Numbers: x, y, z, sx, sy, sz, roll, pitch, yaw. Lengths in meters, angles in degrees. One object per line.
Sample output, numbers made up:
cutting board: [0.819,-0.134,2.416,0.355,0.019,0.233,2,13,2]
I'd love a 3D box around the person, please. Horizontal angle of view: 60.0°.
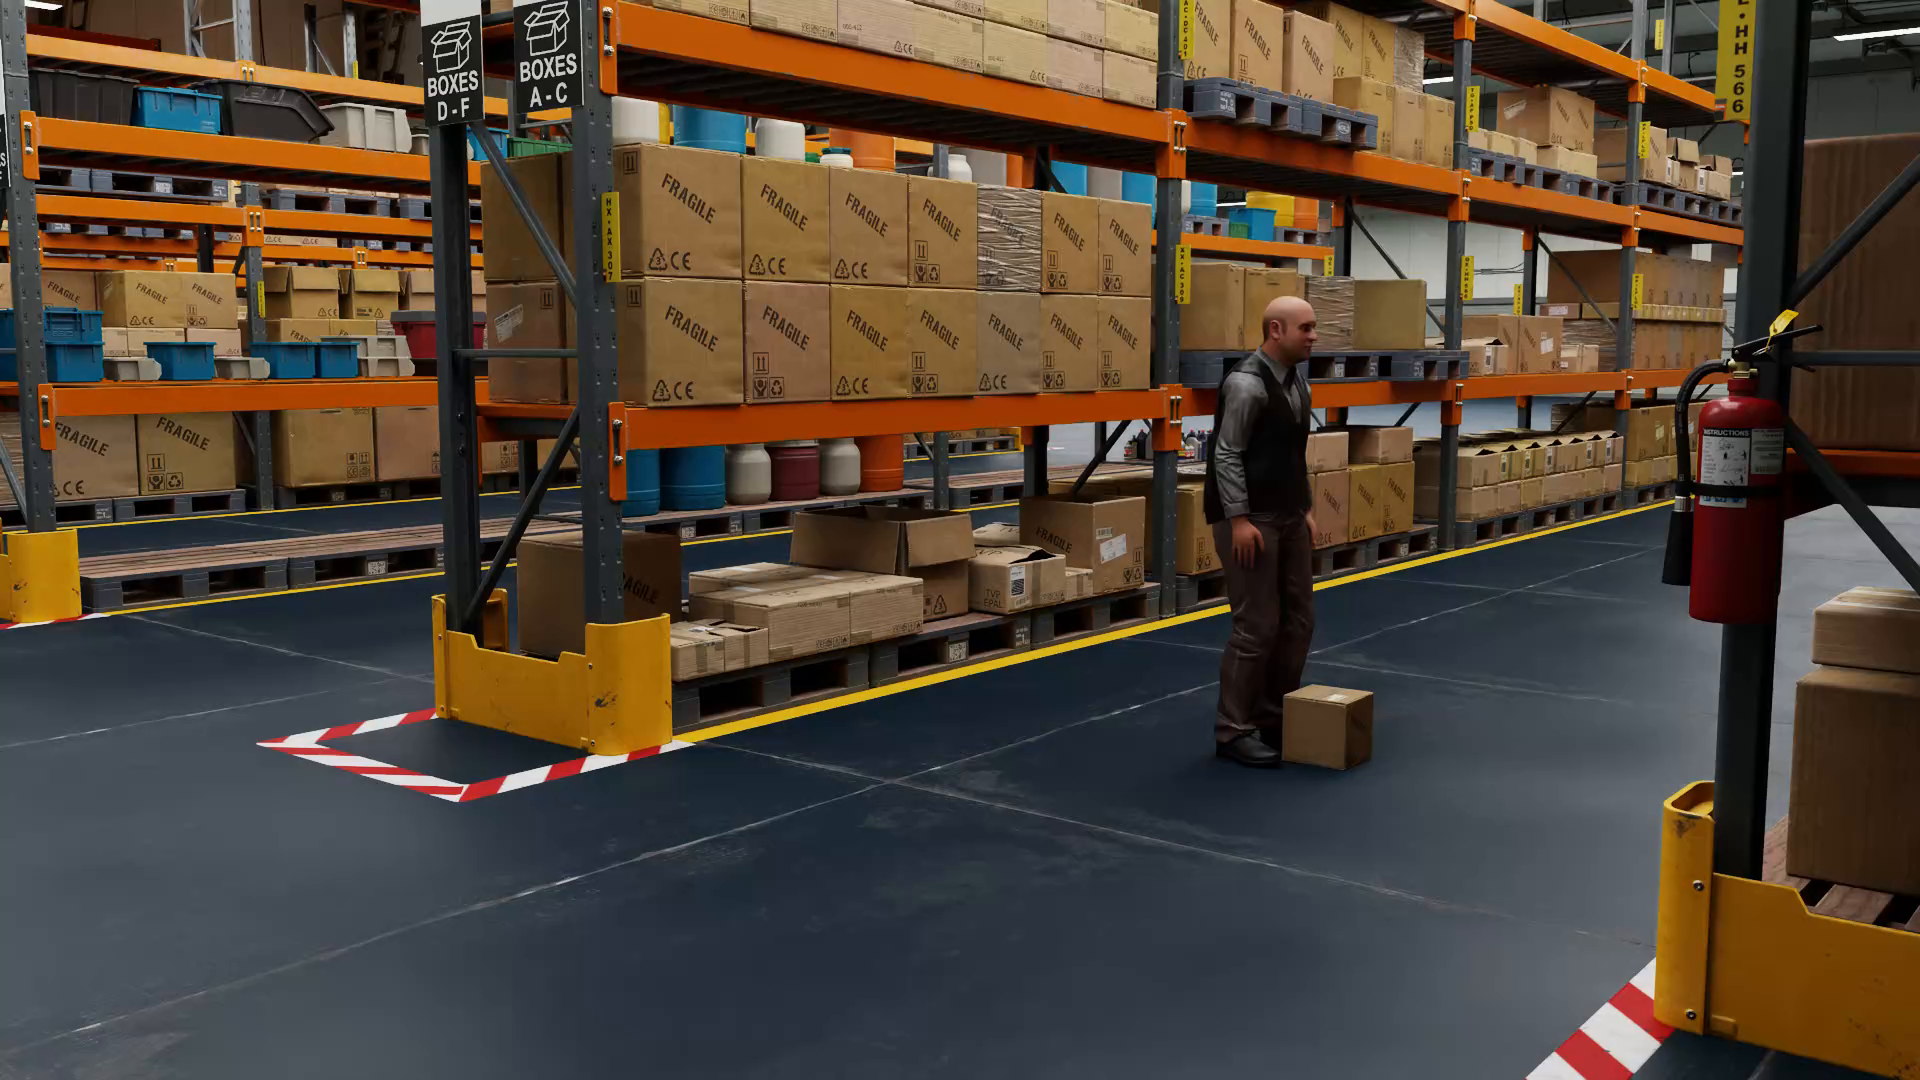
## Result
person: [1.162,-0.051,6.273,0.463,1.721,0.581,5,8,39]
